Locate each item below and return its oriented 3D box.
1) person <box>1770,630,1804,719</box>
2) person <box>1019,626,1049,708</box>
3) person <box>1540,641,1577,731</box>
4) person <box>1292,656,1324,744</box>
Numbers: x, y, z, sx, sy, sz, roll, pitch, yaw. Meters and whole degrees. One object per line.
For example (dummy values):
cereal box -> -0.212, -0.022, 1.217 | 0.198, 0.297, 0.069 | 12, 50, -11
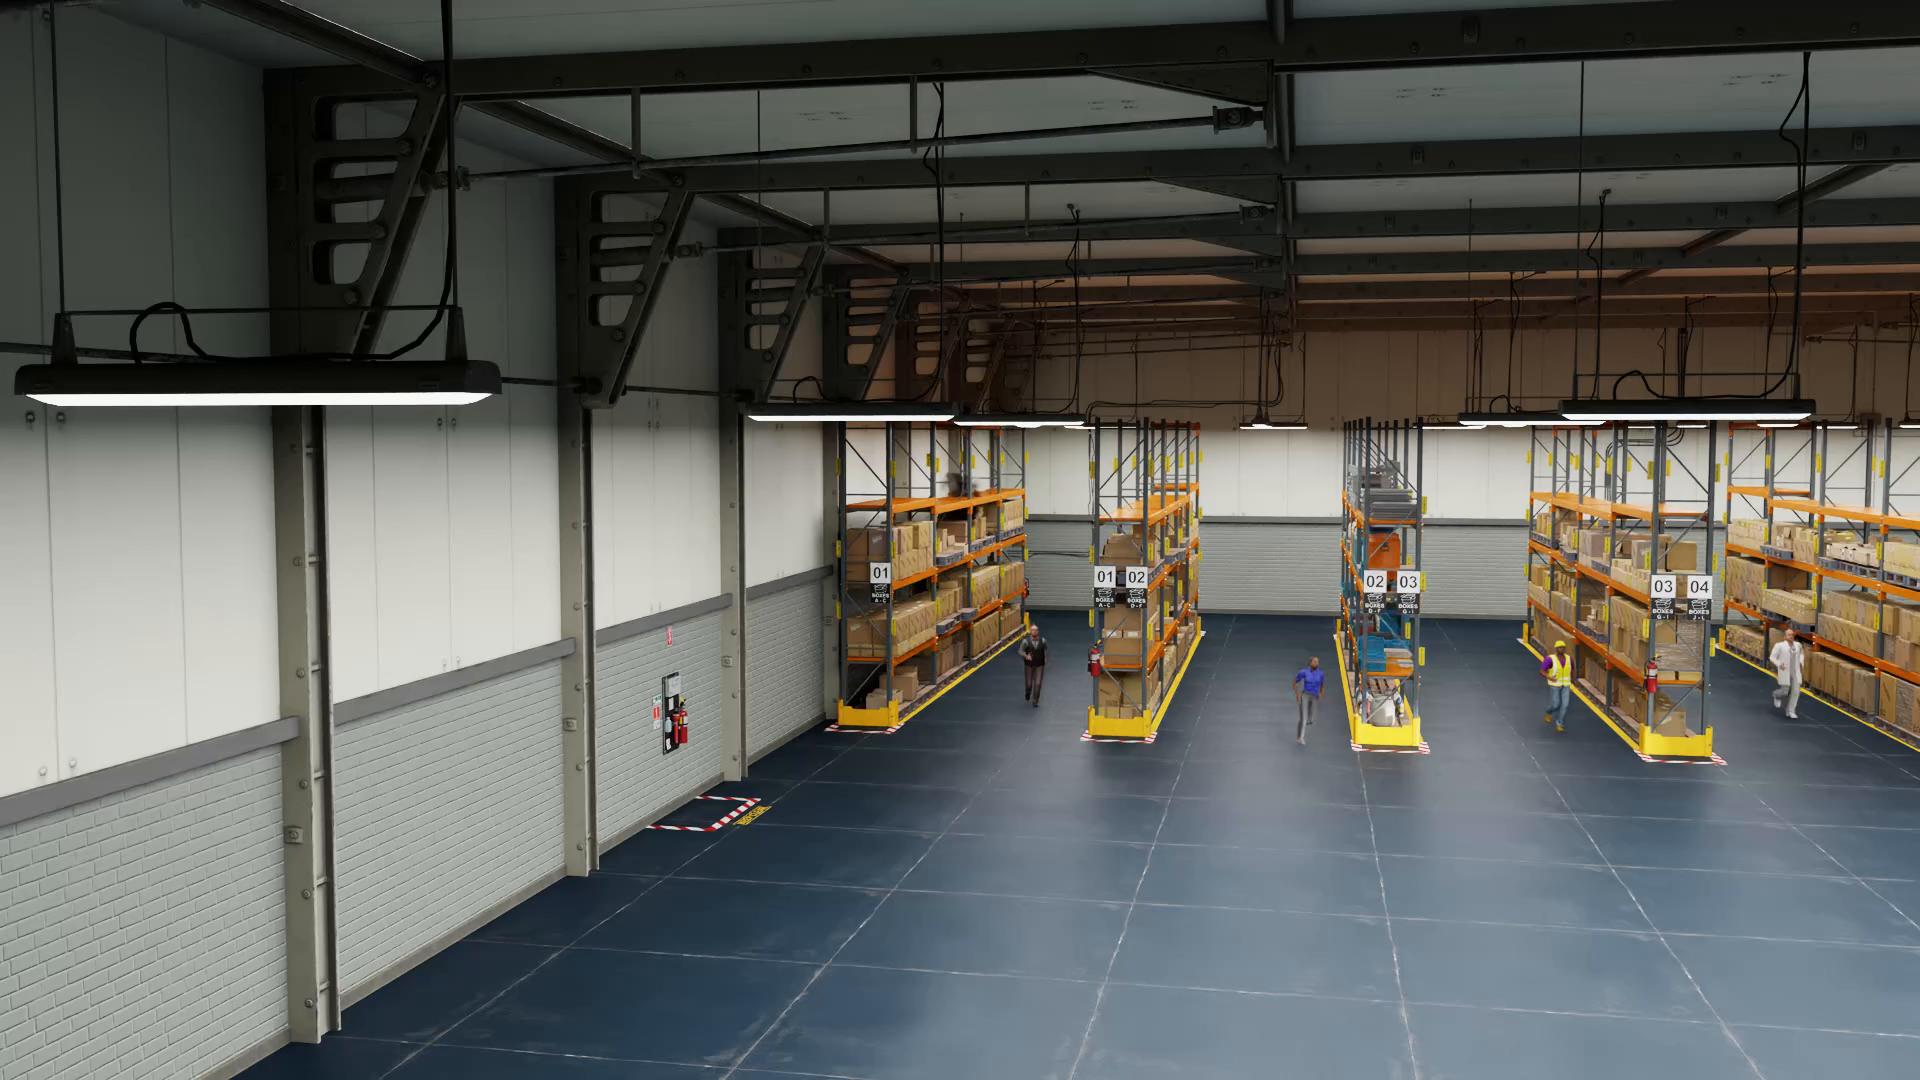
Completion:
person -> 16.693, 2.678, 33.503 | 0.709, 1.752, 0.869 | 0, 4, 4
person -> 1.549, 2.624, 34.707 | 0.664, 1.687, 0.720 | 0, 4, -5
person -> 11.493, 2.786, 31.928 | 0.704, 1.725, 0.668 | 0, 4, -2
person -> 6.453, 2.946, 30.791 | 0.615, 1.614, 0.585 | 0, 4, -7
